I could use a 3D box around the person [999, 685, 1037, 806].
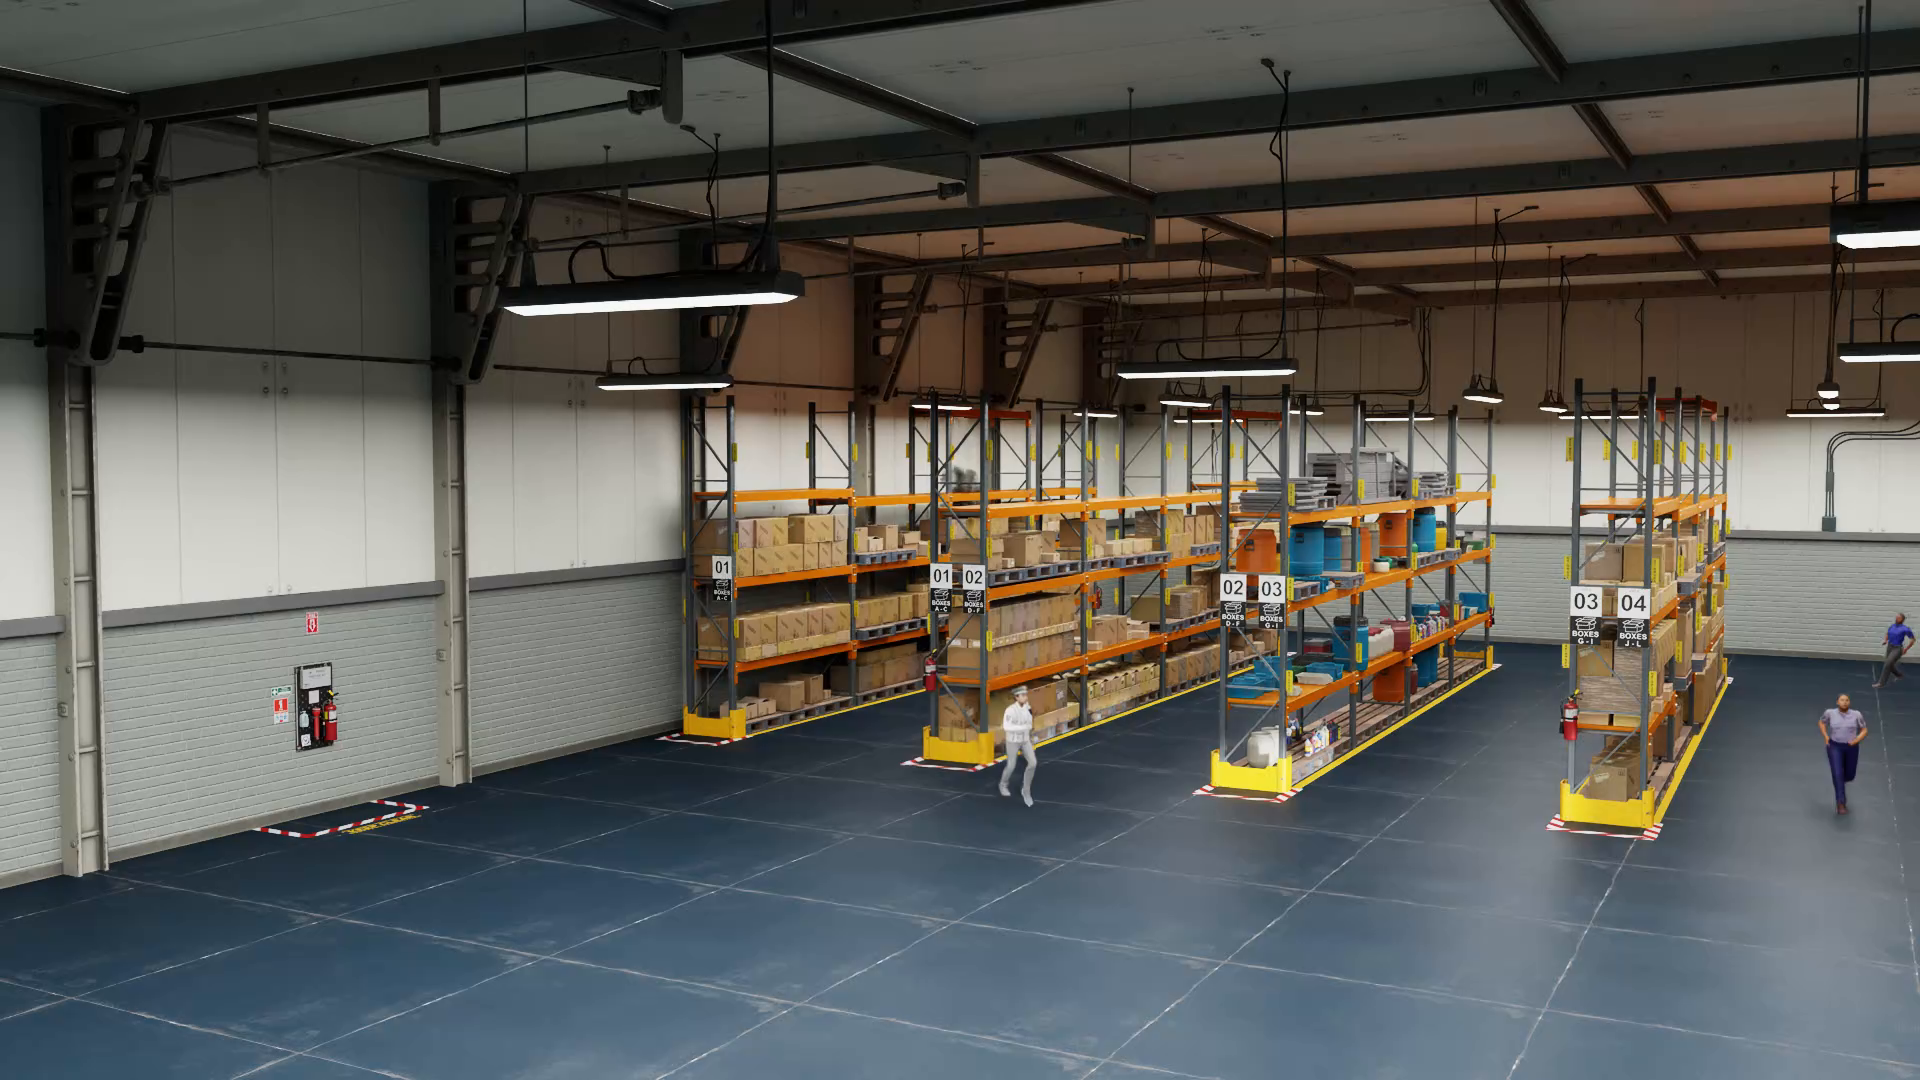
[{"bbox_3d":[0.818,2.913,23.784,0.637,1.720,0.823,-2,4,-35],"label":"person"}]

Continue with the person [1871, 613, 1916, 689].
[{"bbox_3d":[19.790,2.341,35.147,0.873,1.611,0.648,-1,3,-16],"label":"person"}]

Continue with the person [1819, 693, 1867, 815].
[{"bbox_3d":[12.434,2.975,23.395,0.577,1.652,1.053,1,3,15],"label":"person"}]
